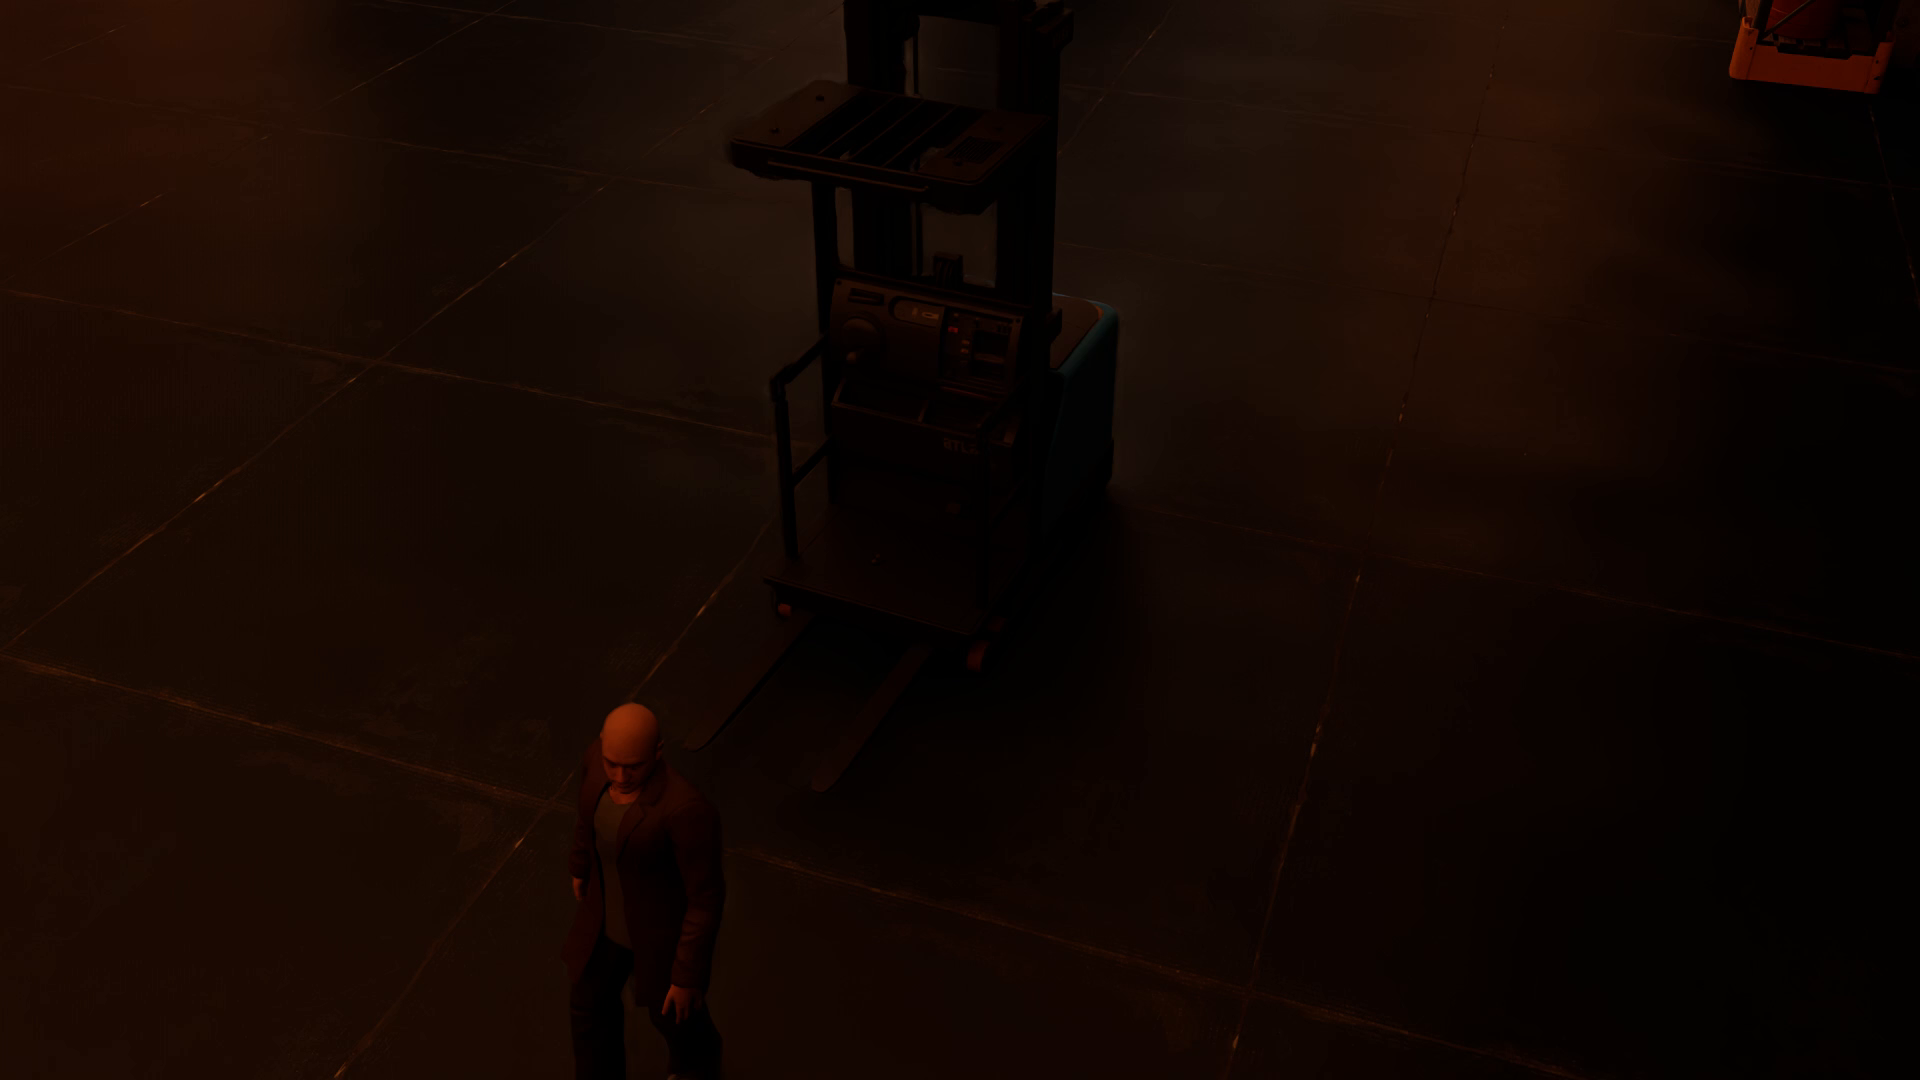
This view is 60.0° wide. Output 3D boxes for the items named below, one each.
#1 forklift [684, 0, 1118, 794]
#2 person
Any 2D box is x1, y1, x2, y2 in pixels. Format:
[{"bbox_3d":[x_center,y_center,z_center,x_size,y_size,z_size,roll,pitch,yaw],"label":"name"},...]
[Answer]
[{"bbox_3d":[-0.244,-0.855,7.317,1.130,2.935,3.031,15,38,20],"label":"forklift"},{"bbox_3d":[-1.082,1.281,5.317,0.742,1.761,0.676,22,41,28],"label":"person"}]
